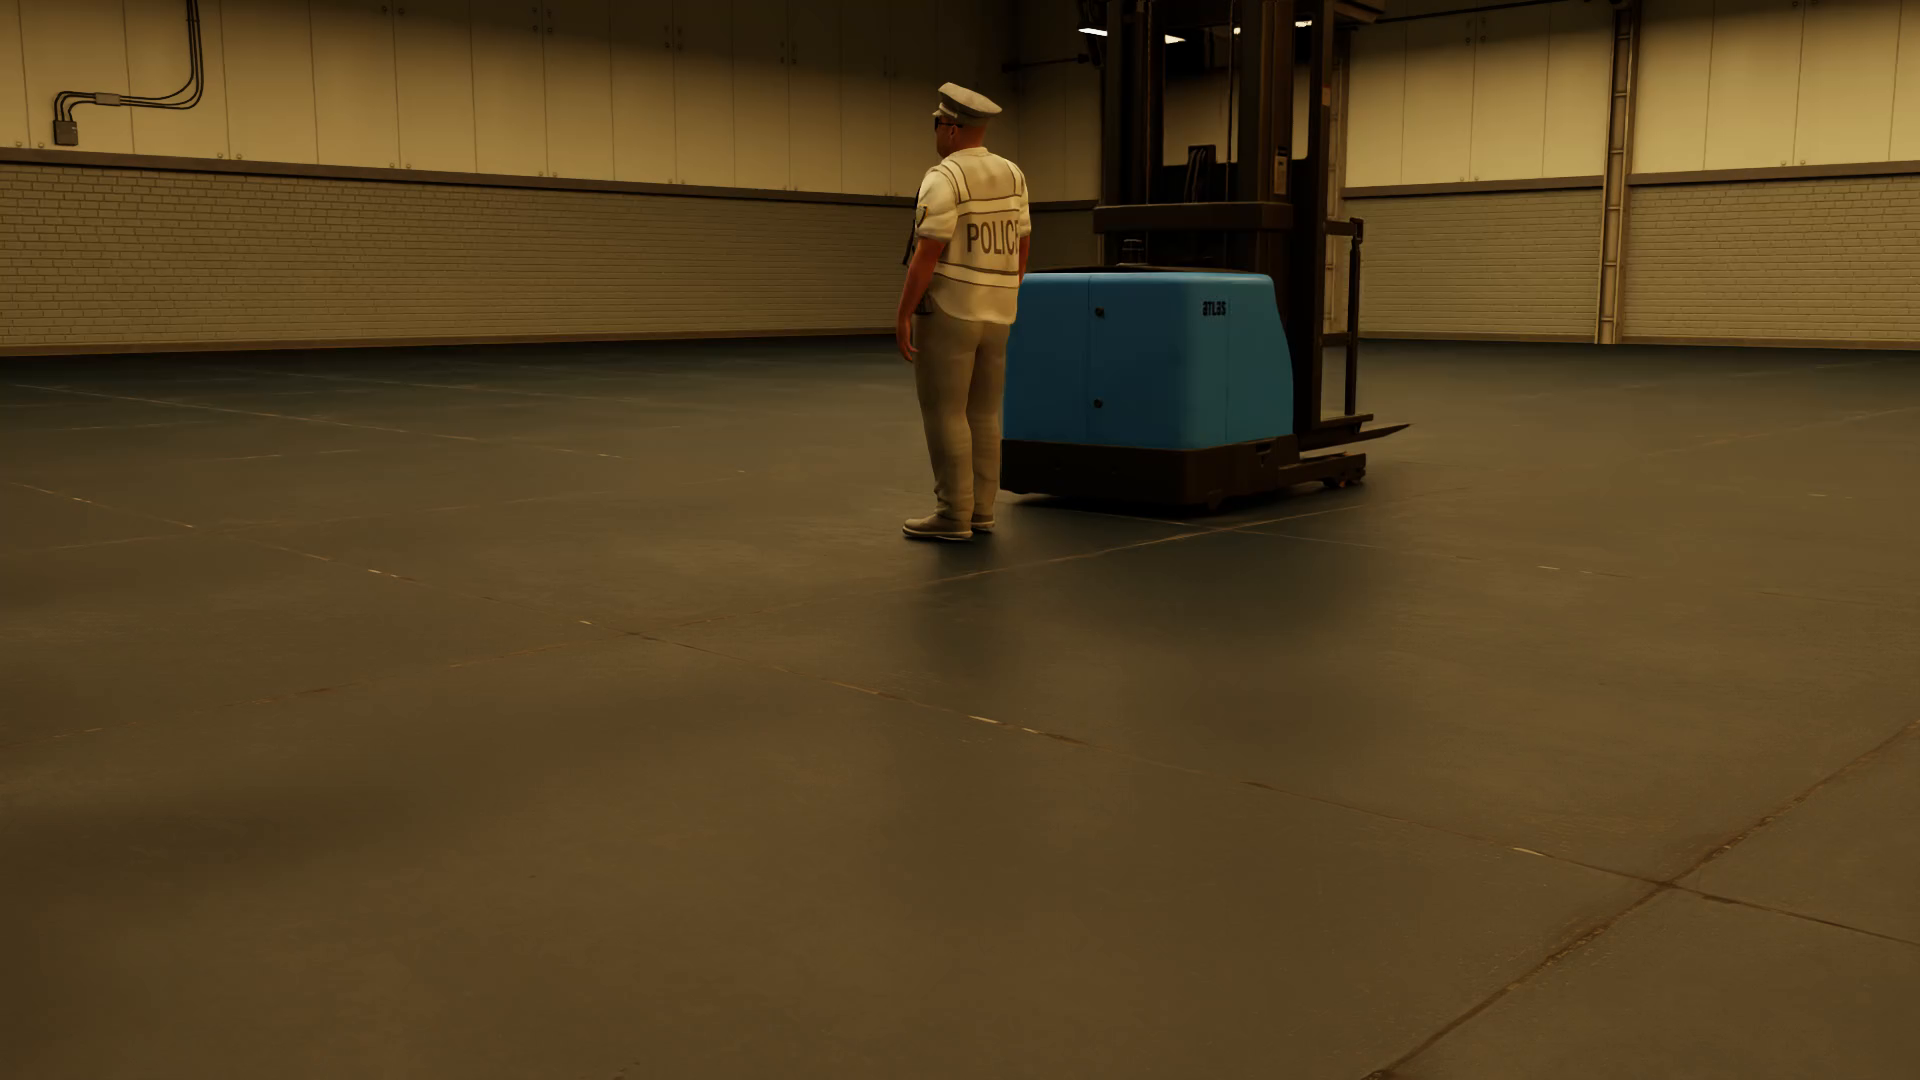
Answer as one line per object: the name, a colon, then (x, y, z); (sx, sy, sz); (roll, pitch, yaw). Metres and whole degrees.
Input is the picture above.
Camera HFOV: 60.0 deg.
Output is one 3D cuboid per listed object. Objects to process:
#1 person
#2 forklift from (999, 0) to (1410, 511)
person: (-0.048, -0.899, 6.645); (0.574, 1.781, 0.641); (8, 12, 43)
forklift: (1.462, -1.753, 8.513); (1.130, 2.935, 3.031); (6, 11, 36)
